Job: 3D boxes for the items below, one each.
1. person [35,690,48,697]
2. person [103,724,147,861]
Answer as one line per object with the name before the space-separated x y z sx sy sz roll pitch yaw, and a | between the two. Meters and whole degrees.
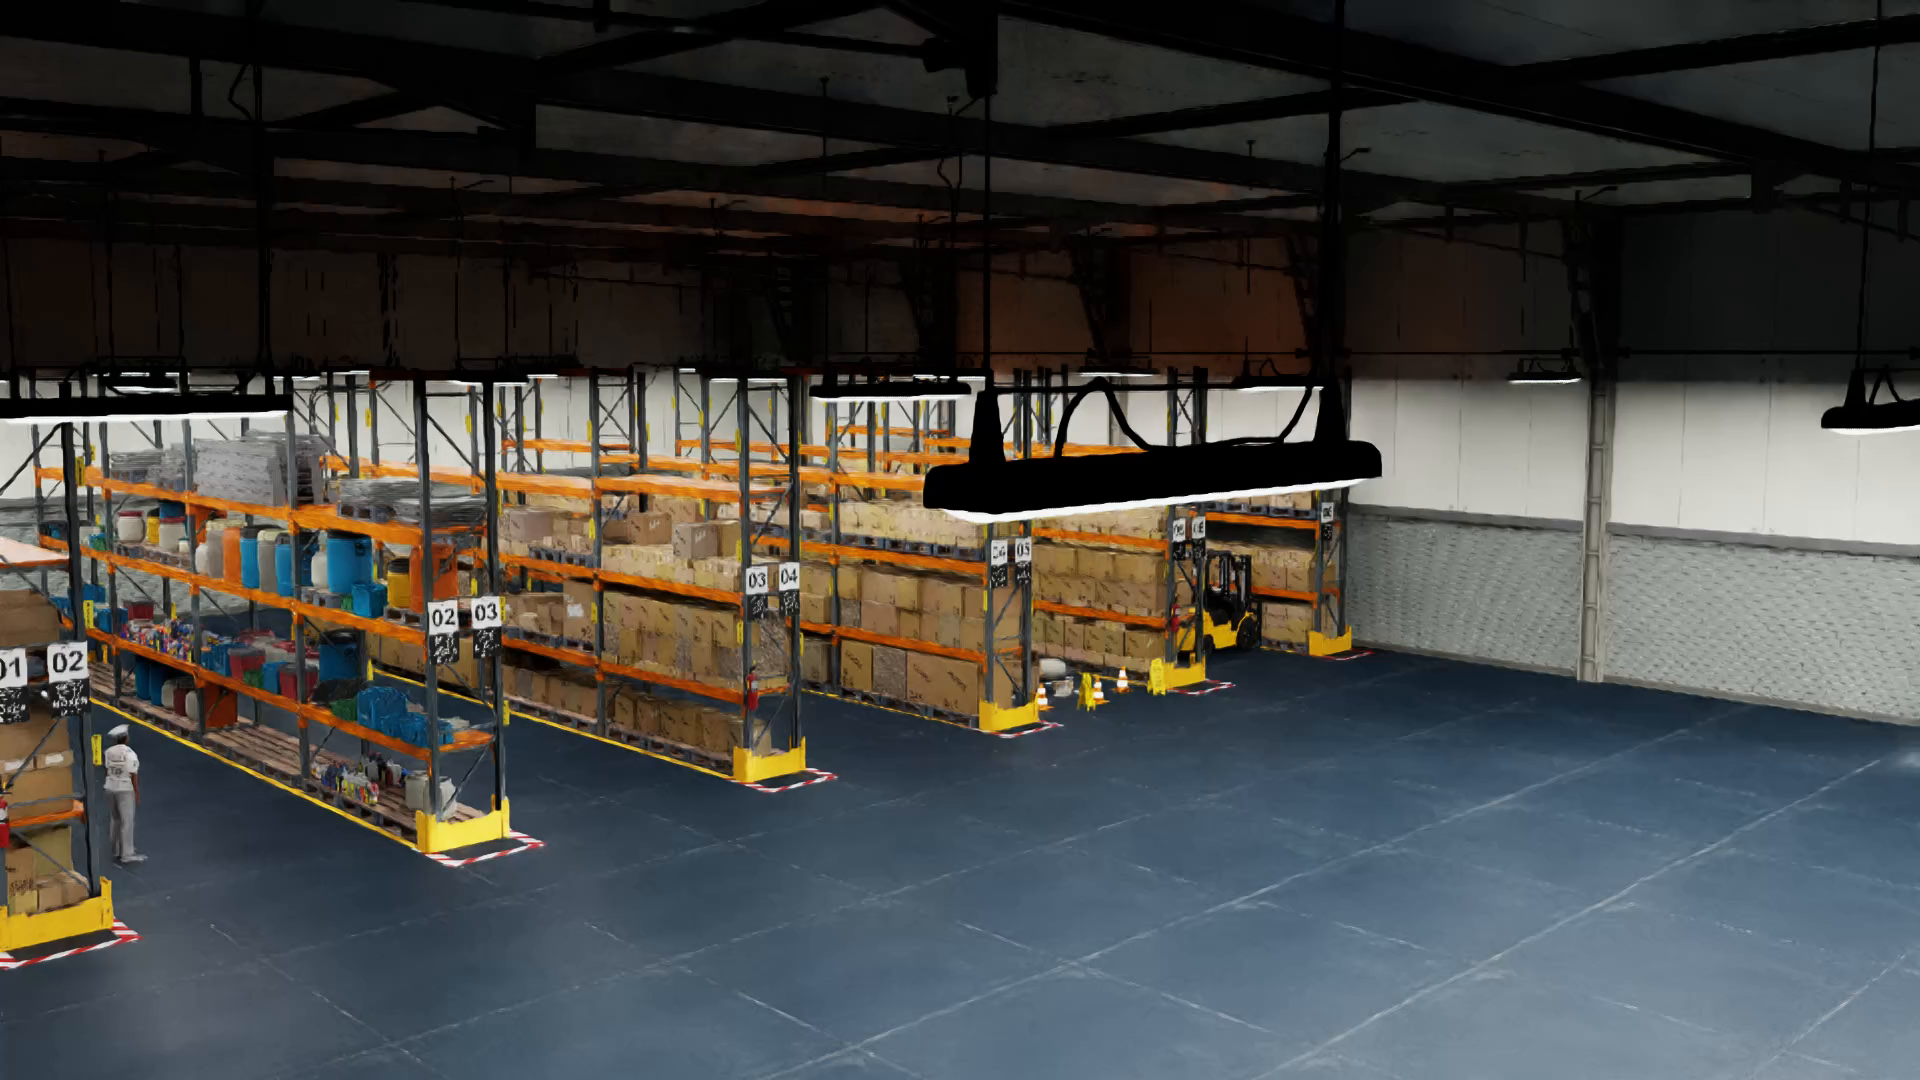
person | -15.017 2.456 26.735 1.044 1.734 0.567 6 9 45
person | -10.422 3.152 20.763 0.551 1.671 0.440 2 7 19
